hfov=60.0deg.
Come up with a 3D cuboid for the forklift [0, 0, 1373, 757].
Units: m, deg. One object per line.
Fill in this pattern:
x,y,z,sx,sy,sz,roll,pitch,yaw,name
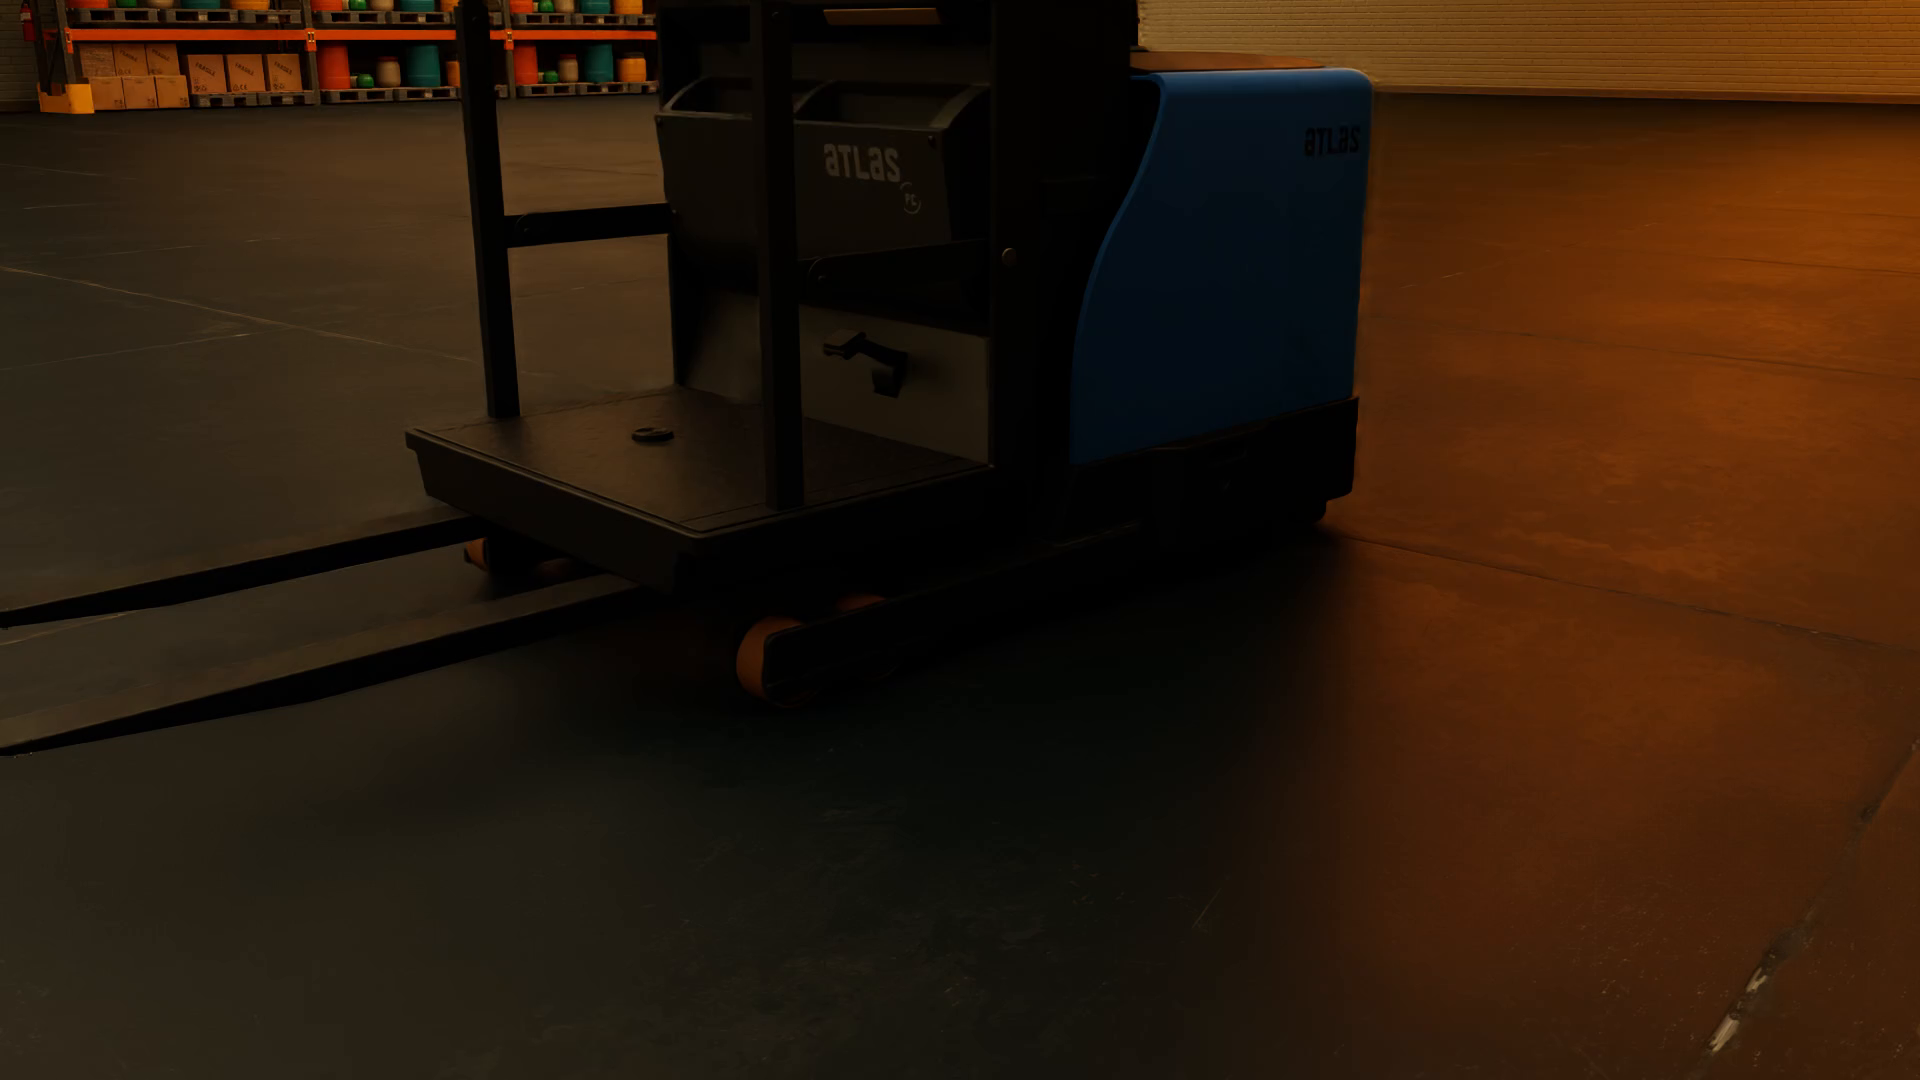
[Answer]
-0.450,-1.272,3.086,3.031,2.935,1.130,-15,23,-41,forklift
